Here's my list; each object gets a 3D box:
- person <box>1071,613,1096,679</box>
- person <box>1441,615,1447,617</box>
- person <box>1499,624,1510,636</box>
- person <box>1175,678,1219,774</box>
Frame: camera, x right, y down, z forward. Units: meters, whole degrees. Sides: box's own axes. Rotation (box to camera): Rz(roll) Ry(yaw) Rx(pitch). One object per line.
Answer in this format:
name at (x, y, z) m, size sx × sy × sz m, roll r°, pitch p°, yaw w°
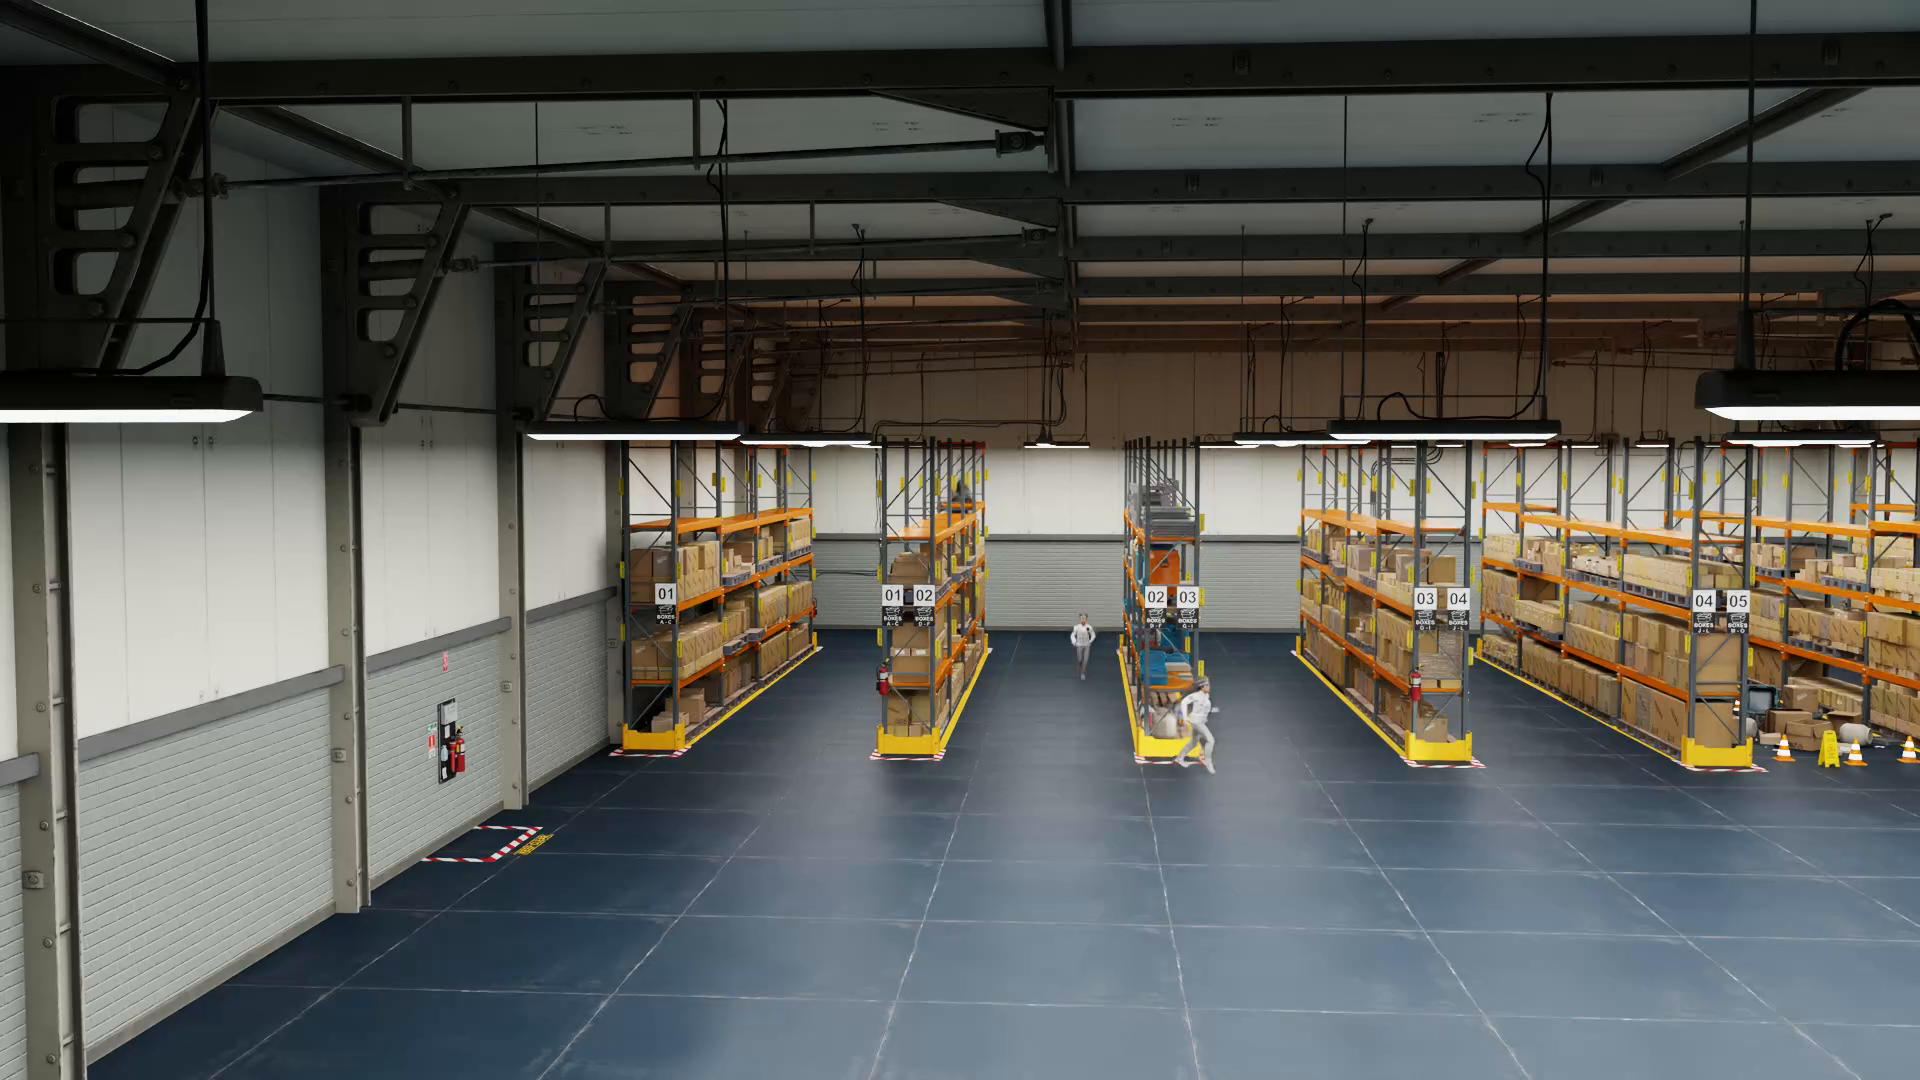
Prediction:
person at (3.108, 2.669, 41.896) m, size 0.624 × 1.658 × 0.555 m, roll 0°, pitch 3°, yaw 4°
person at (13.494, 2.444, 46.733) m, size 0.684 × 1.581 × 0.859 m, roll 2°, pitch 4°, yaw 38°
person at (15.657, 2.398, 47.408) m, size 0.568 × 1.626 × 0.608 m, roll 3°, pitch 4°, yaw 40°
person at (4.227, 3.299, 29.673) m, size 0.814 × 1.726 × 0.636 m, roll 2°, pitch 4°, yaw 31°
